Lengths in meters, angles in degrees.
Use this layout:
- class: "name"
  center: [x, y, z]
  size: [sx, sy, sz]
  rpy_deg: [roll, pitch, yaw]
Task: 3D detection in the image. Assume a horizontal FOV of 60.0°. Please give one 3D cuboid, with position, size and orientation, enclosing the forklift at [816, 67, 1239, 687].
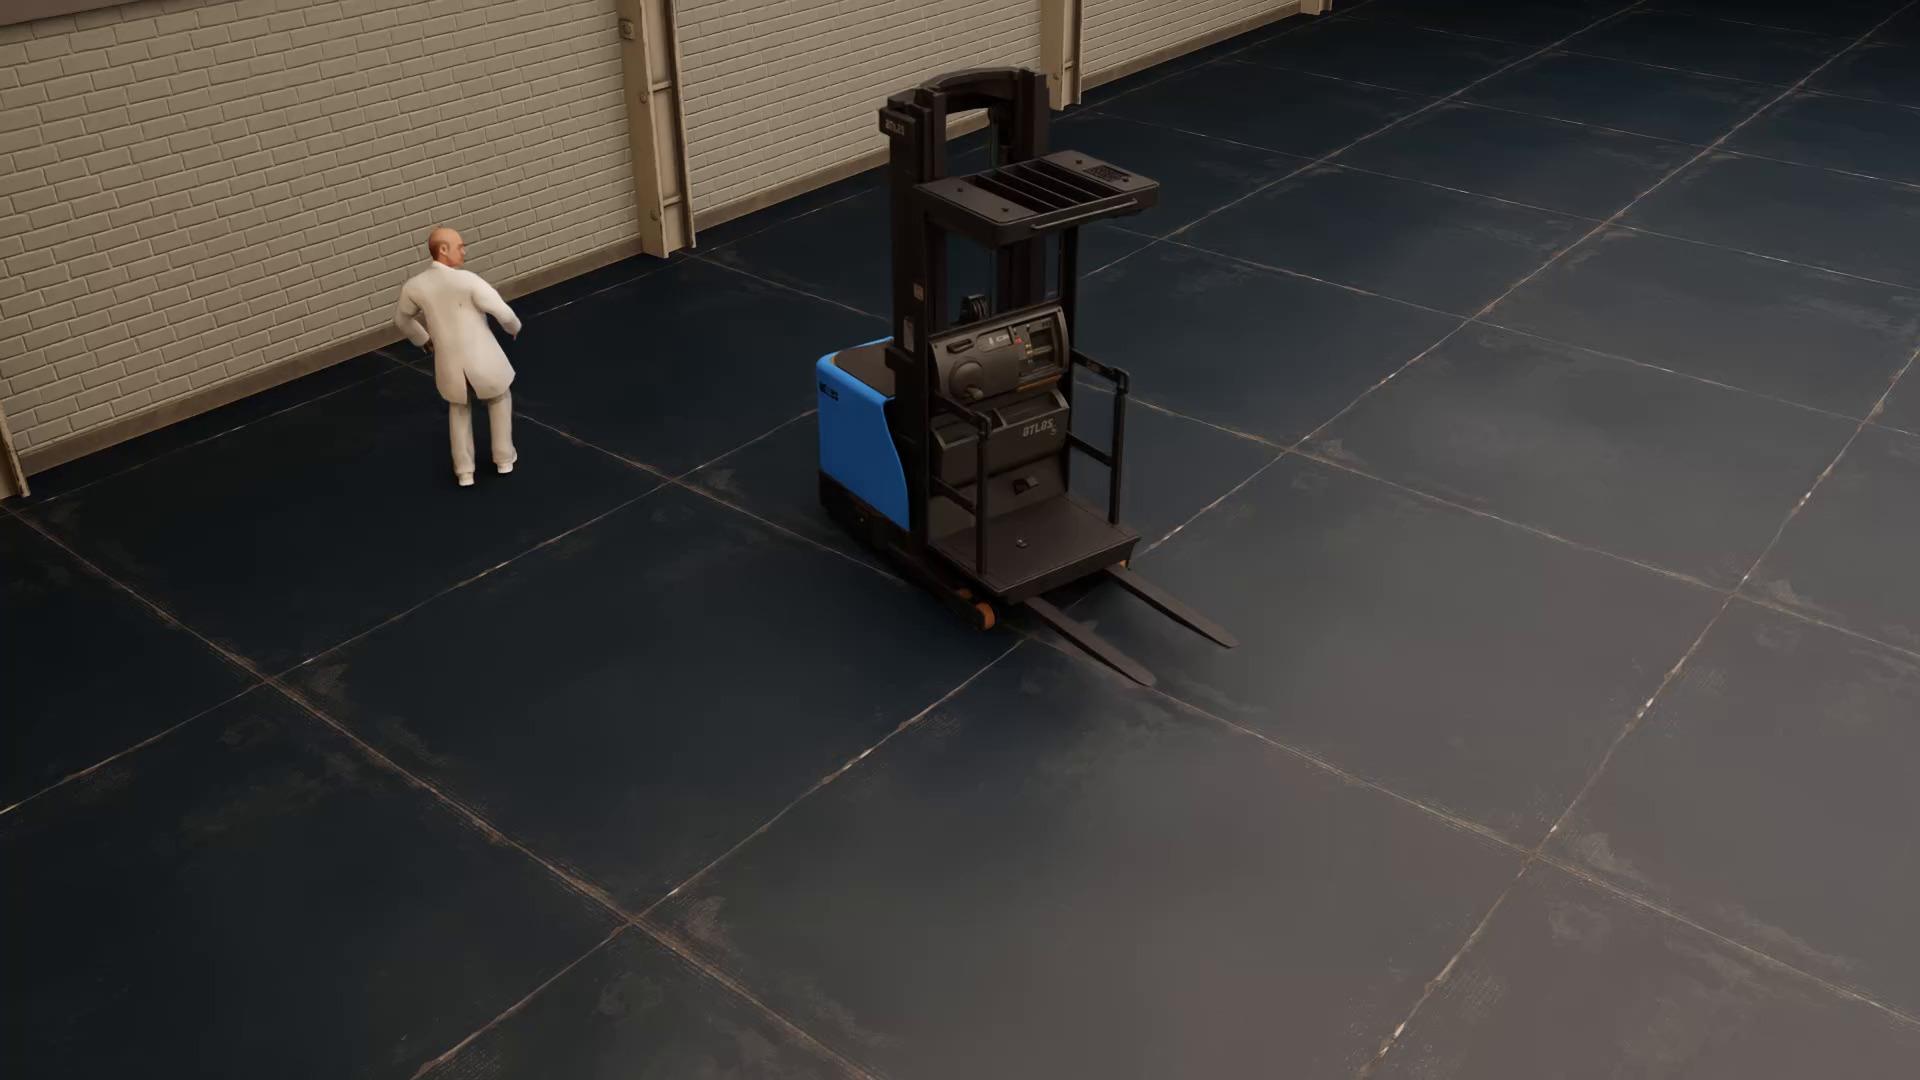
- class: "forklift"
  center: [0.363, -1.018, 9.337]
  size: [1.130, 2.935, 3.031]
  rpy_deg: [-20, 36, -31]

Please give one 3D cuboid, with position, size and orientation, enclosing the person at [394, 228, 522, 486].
- class: "person"
  center: [-3.240, -1.211, 10.892]
  size: [0.817, 1.730, 0.546]
  rpy_deg: [1, 30, 2]
